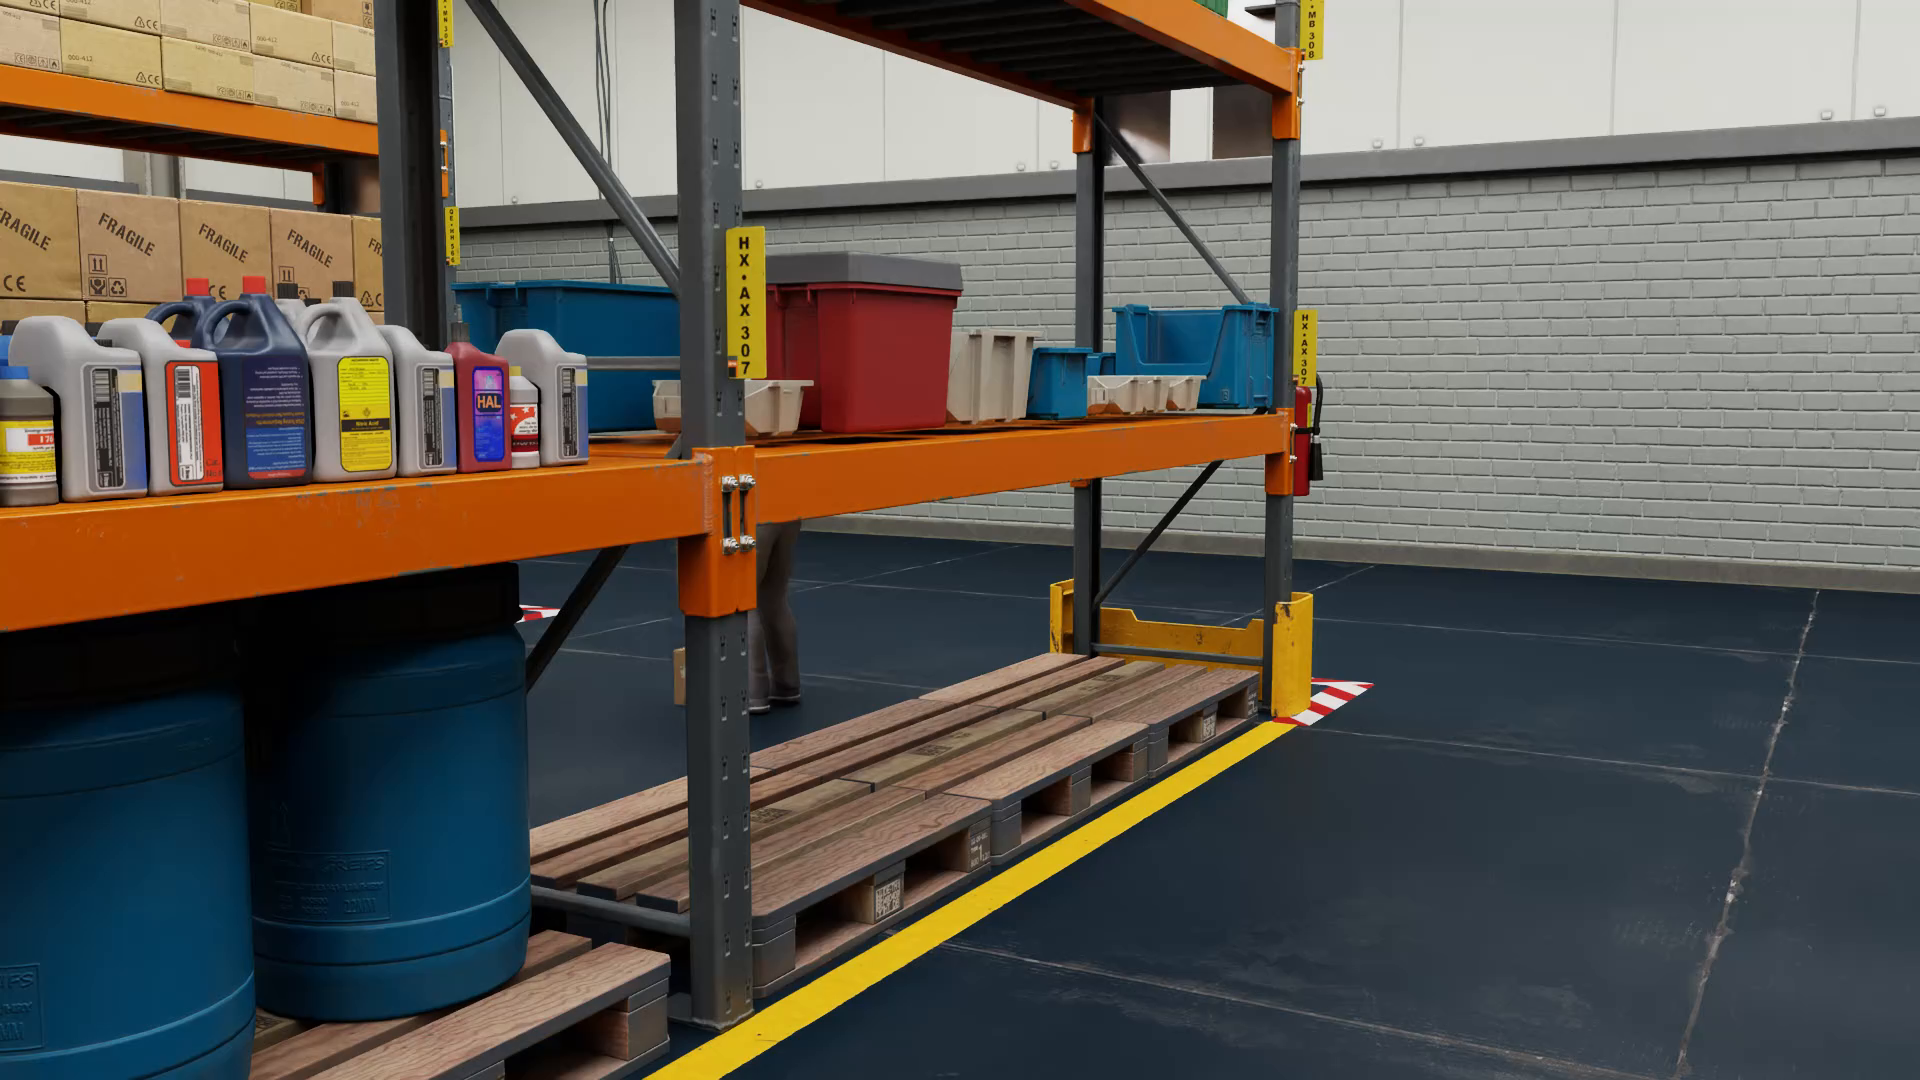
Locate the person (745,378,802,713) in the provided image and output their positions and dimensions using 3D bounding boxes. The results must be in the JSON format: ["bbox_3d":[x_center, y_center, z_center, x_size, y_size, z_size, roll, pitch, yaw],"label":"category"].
[{"bbox_3d":[-0.891,-0.083,7.293,0.388,1.659,0.506,3,7,27],"label":"person"}]
